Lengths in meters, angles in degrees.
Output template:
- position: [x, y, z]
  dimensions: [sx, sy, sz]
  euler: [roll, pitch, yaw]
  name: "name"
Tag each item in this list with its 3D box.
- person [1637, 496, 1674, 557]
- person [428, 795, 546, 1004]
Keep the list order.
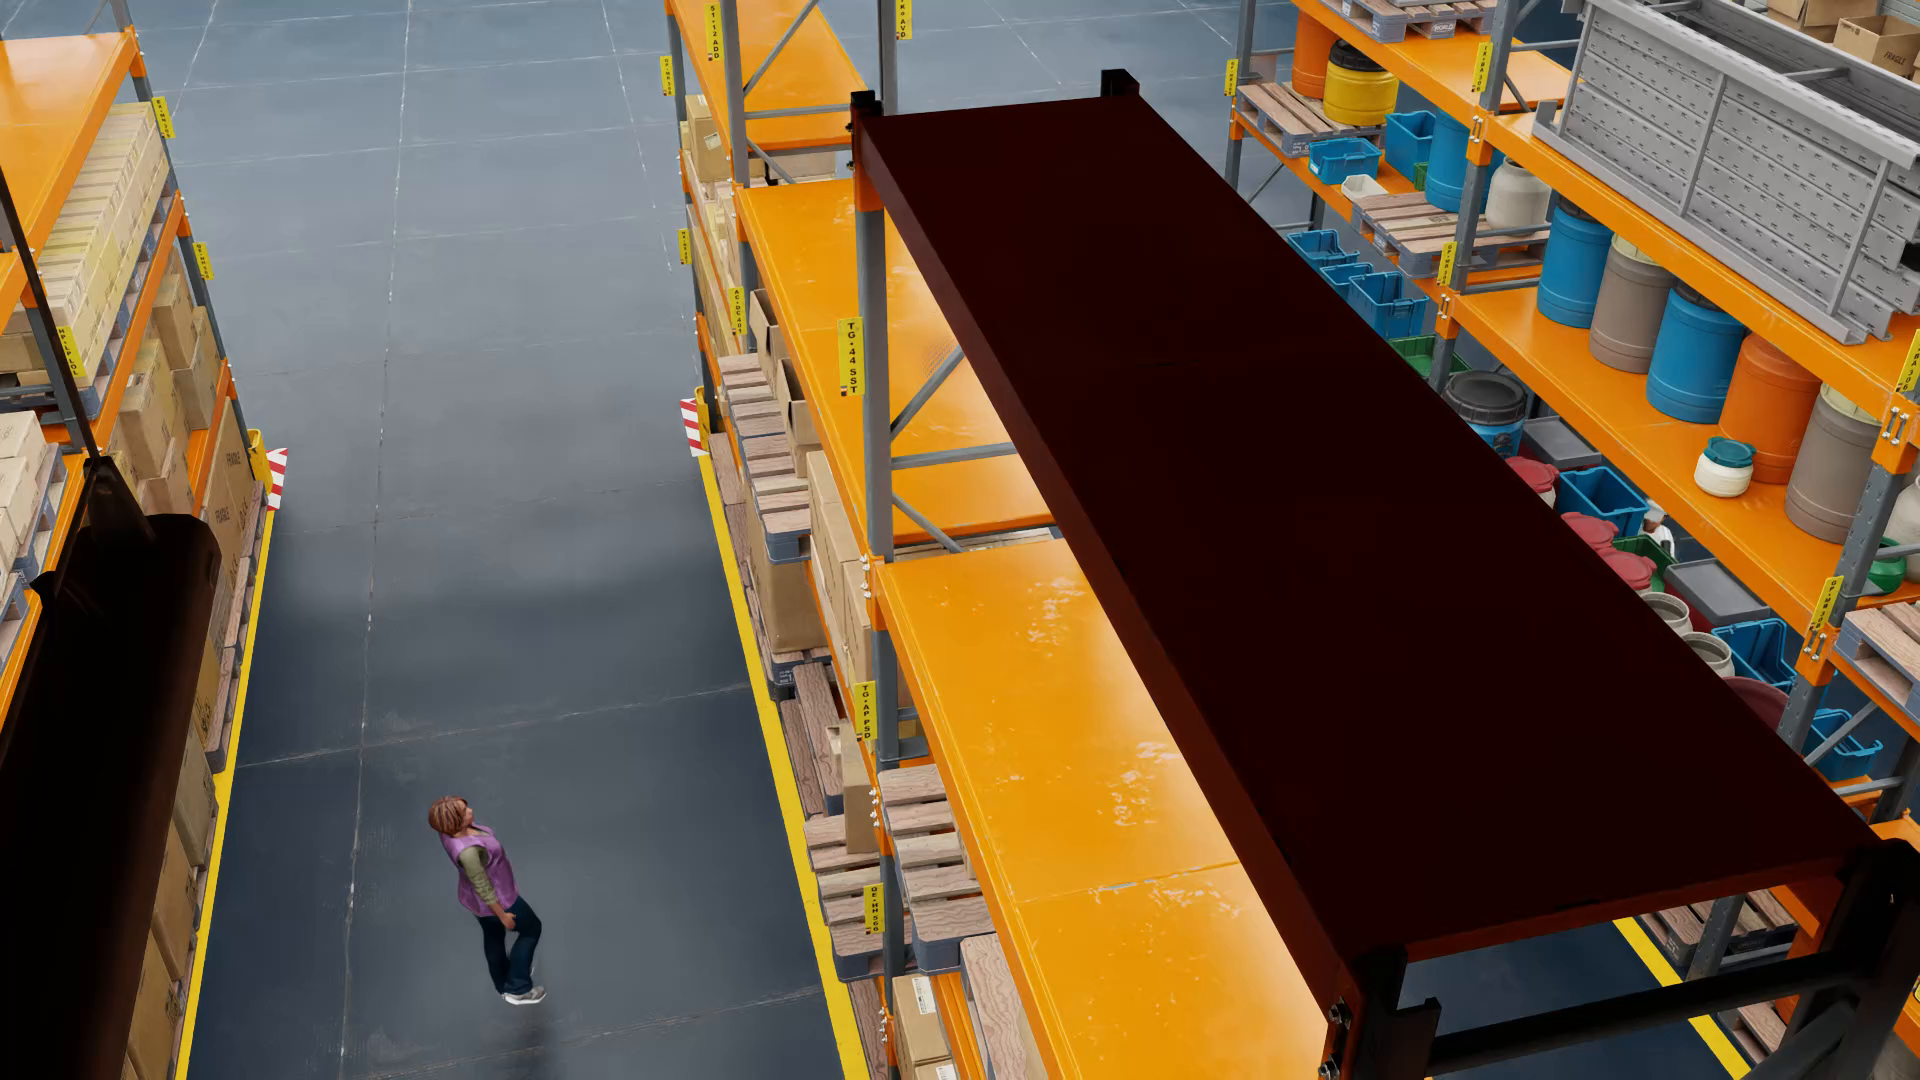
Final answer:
- position: [4.798, 0.440, 11.986]
  dimensions: [0.623, 1.651, 0.450]
  euler: [-7, 35, -10]
  name: "person"
- position: [-2.640, 2.010, 9.407]
  dimensions: [0.440, 1.593, 0.438]
  euler: [23, 40, 29]
  name: "person"
